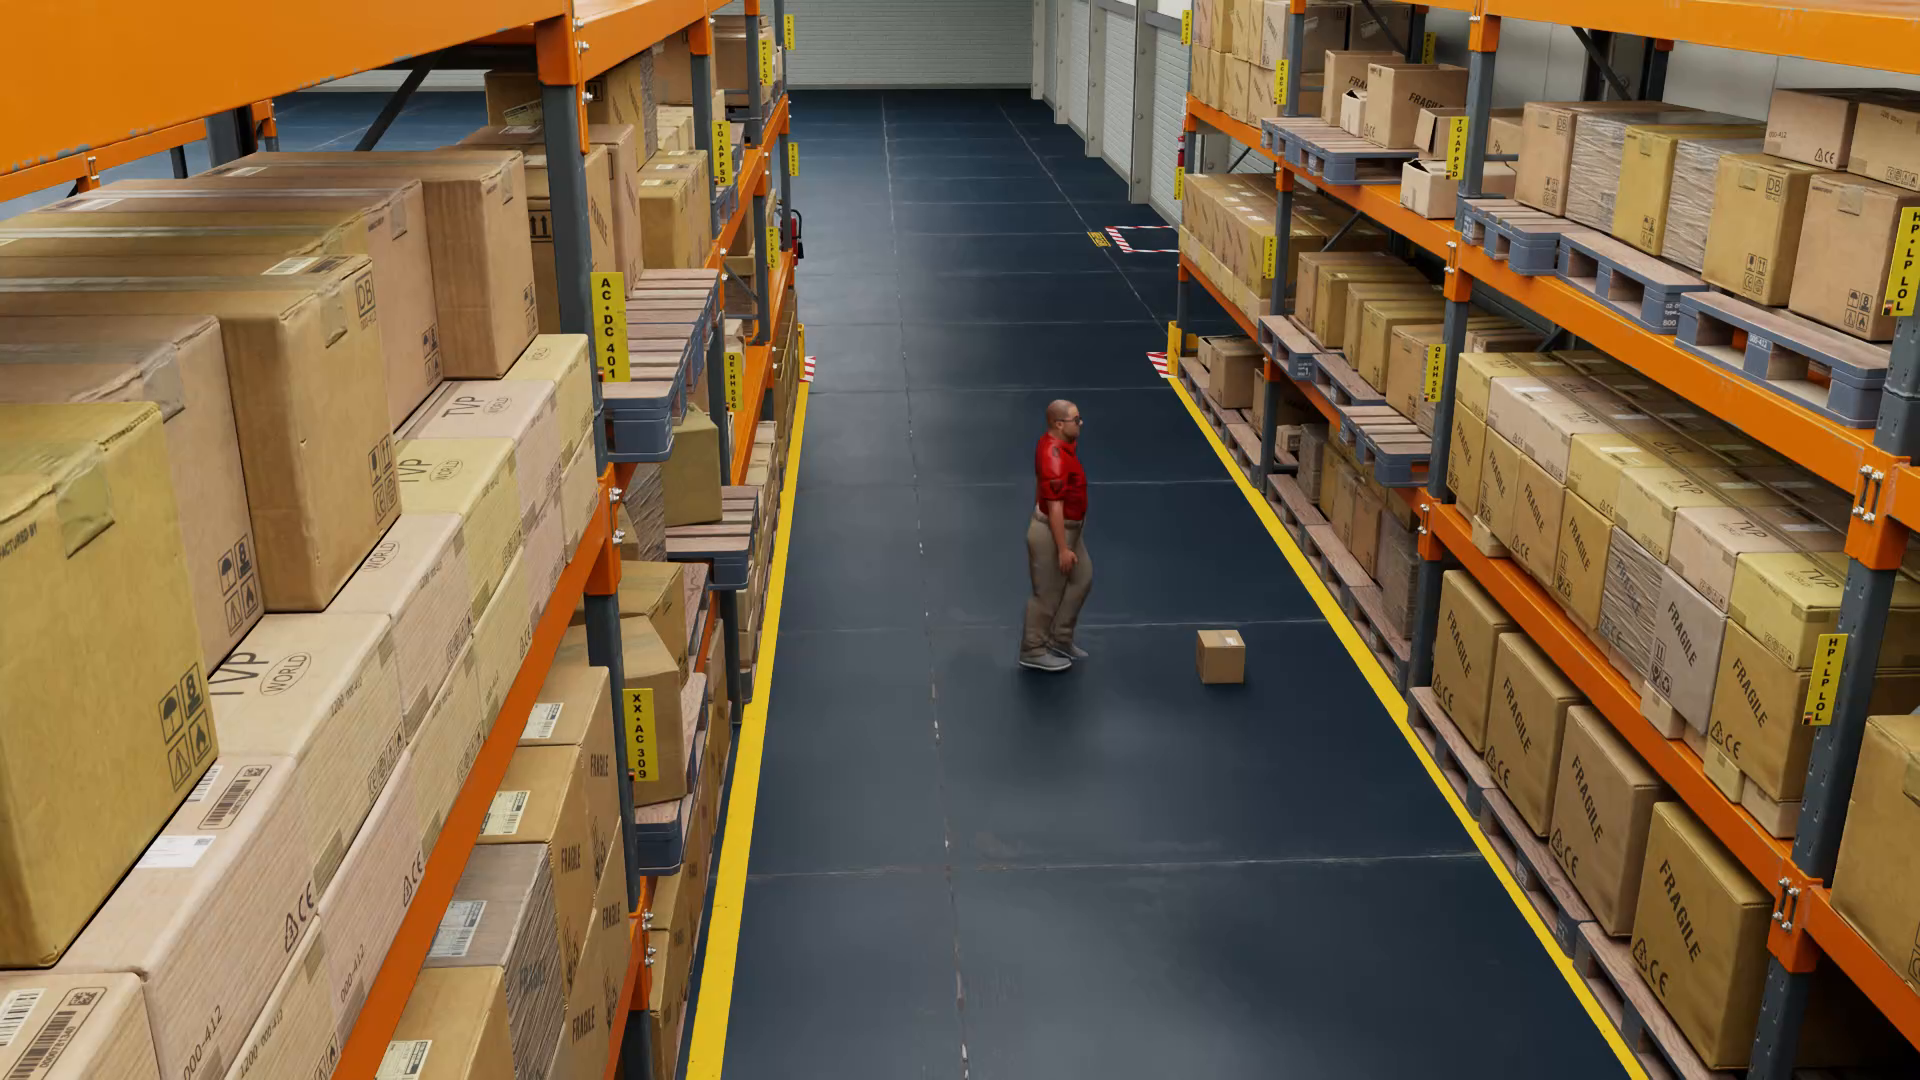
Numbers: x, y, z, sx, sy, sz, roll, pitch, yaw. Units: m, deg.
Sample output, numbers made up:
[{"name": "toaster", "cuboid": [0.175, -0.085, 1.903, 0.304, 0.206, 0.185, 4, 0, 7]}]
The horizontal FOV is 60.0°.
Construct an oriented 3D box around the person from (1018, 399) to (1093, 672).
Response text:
[{"name": "person", "cuboid": [0.593, 0.008, 10.119, 0.453, 1.782, 0.561, 2, 20, 4]}]
